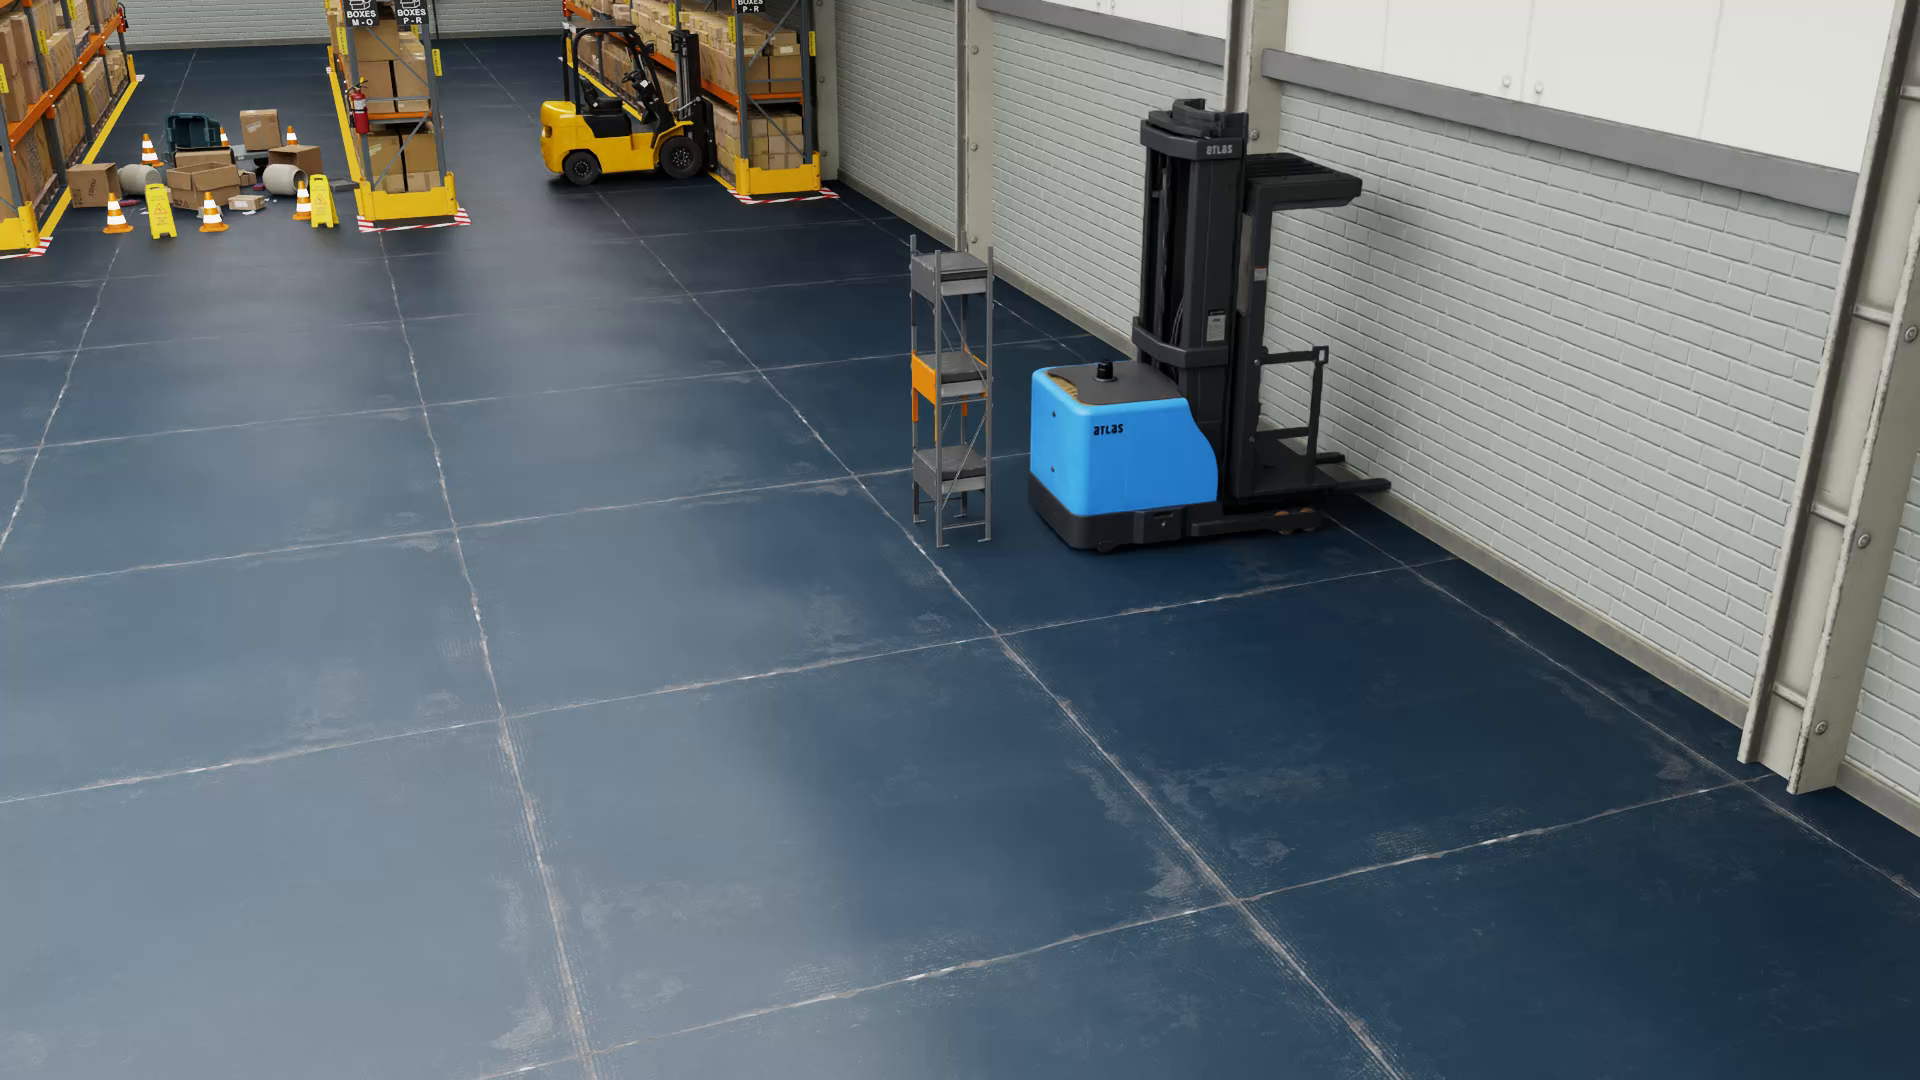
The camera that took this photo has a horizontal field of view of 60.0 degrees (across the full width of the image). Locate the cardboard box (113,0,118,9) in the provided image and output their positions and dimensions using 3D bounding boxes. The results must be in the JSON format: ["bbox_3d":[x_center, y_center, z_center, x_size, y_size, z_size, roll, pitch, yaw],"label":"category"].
[{"bbox_3d":[-17.051,-10.788,32.971,0.500,0.500,0.500,-8,24,-18],"label":"cardboard box"}]

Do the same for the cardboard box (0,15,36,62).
[{"bbox_3d":[-12.810,-6.617,22.003,0.875,0.550,0.550,-8,24,-19],"label":"cardboard box"}]

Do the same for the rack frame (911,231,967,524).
[{"bbox_3d":[-0.145,-1.116,11.695,0.400,2.100,0.015,-8,24,-19],"label":"rack frame"}]

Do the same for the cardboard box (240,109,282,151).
[{"bbox_3d":[-10.271,-6.030,24.439,0.500,0.500,0.500,-8,24,-19],"label":"cardboard box"}]

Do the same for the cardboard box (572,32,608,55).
[{"bbox_3d":[-8.086,-10.939,36.515,0.797,0.503,0.637,-9,25,-21],"label":"cardboard box"}]

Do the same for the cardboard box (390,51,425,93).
[{"bbox_3d":[-7.297,-6.216,22.124,0.500,0.500,0.500,-8,24,-17],"label":"cardboard box"}]

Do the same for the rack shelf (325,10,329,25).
[{"bbox_3d":[-12.149,-10.390,33.466,1.077,0.370,4.000,-8,24,-19],"label":"rack shelf"}]

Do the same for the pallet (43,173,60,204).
[{"bbox_3d":[-13.016,-4.800,22.868,1.003,0.211,1.213,-8,24,-19],"label":"pallet"}]

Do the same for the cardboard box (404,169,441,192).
[{"bbox_3d":[-7.229,-4.892,22.495,0.500,0.250,0.500,-9,24,-19],"label":"cardboard box"}]

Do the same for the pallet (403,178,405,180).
[{"bbox_3d":[-7.911,-5.120,23.626,1.003,0.211,1.213,-8,24,-19],"label":"pallet"}]

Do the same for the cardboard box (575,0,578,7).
[{"bbox_3d":[-7.945,-11.383,35.219,0.380,0.149,0.250,-9,24,-20],"label":"cardboard box"}]

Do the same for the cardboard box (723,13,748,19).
[{"bbox_3d":[-3.423,-7.987,25.491,0.380,0.149,0.250,-9,24,-19],"label":"cardboard box"}]

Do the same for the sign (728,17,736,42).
[{"bbox_3d":[-3.073,-6.891,22.441,0.100,0.325,0.005,-8,24,-19],"label":"sign"}]

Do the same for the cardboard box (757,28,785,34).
[{"bbox_3d":[-2.647,-7.144,23.492,0.380,0.149,0.250,-8,24,-18],"label":"cardboard box"}]

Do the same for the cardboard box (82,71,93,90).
[{"bbox_3d":[-14.821,-7.681,27.824,0.500,0.250,0.500,-9,24,-20],"label":"cardboard box"}]

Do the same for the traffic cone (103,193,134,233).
[{"bbox_3d":[-10.658,-4.138,20.972,0.336,0.463,0.334,-8,24,-19],"label":"traffic cone"}]

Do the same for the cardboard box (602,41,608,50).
[{"bbox_3d":[-6.922,-9.851,33.103,0.380,0.149,0.250,-7,24,-16],"label":"cardboard box"}]

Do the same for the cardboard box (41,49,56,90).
[{"bbox_3d":[-13.145,-6.647,23.529,0.500,0.500,0.500,-8,24,-18],"label":"cardboard box"}]

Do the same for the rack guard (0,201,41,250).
[{"bbox_3d":[-11.790,-3.758,20.024,1.175,0.500,0.348,-8,24,-19],"label":"rack guard"}]

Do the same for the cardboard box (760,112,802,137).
[{"bbox_3d":[-2.554,-5.905,23.611,0.500,0.250,0.500,-9,24,-20],"label":"cardboard box"}]

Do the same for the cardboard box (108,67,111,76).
[{"bbox_3d":[-16.007,-8.695,30.882,0.380,0.149,0.250,-7,24,-16],"label":"cardboard box"}]

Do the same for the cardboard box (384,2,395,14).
[{"bbox_3d":[-8.452,-7.983,24.942,0.380,0.149,0.250,-8,24,-19],"label":"cardboard box"}]

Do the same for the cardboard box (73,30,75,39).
[{"bbox_3d":[-14.784,-8.289,27.338,0.380,0.149,0.250,-7,24,-16],"label":"cardboard box"}]

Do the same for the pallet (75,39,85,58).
[{"bbox_3d":[-14.976,-7.982,27.072,1.213,0.211,1.003,-8,24,-19],"label":"pallet"}]

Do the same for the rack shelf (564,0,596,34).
[{"bbox_3d":[-7.507,-11.073,35.085,1.077,0.370,4.000,-8,24,-19],"label":"rack shelf"}]

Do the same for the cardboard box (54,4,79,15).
[{"bbox_3d":[-15.253,-9.038,28.349,0.380,0.149,0.250,-9,25,-21],"label":"cardboard box"}]

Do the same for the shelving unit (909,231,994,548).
[{"bbox_3d":[-0.058,-1.028,11.485,0.431,2.100,0.503,-8,24,-19],"label":"shelving unit"}]

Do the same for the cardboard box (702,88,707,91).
[{"bbox_3d":[-4.097,-6.939,26.064,0.500,0.250,0.500,-9,24,-20],"label":"cardboard box"}]

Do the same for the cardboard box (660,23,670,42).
[{"bbox_3d":[-4.575,-8.261,27.038,0.500,0.250,0.500,-9,24,-20],"label":"cardboard box"}]

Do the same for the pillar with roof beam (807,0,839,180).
[{"bbox_3d":[-5.991,-8.868,21.204,9.100,9.000,0.400,-8,24,-19],"label":"pillar with roof beam"}]

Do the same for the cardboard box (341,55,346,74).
[{"bbox_3d":[-8.722,-7.073,24.158,0.500,0.500,0.500,-8,24,-19],"label":"cardboard box"}]

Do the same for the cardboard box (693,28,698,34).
[{"bbox_3d":[-3.787,-7.584,24.917,0.380,0.149,0.250,-9,24,-20],"label":"cardboard box"}]

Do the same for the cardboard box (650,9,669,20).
[{"bbox_3d":[-4.948,-8.755,27.697,0.380,0.149,0.250,-9,24,-20],"label":"cardboard box"}]

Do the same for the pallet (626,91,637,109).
[{"bbox_3d":[-5.615,-8.216,30.971,1.003,0.211,1.213,-8,24,-19],"label":"pallet"}]

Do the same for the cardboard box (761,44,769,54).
[{"bbox_3d":[-2.585,-6.902,23.300,0.380,0.149,0.250,-8,24,-19],"label":"cardboard box"}]

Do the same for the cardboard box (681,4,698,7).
[{"bbox_3d":[-4.680,-9.111,28.541,0.380,0.149,0.250,-8,24,-19],"label":"cardboard box"}]

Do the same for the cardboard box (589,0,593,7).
[{"bbox_3d":[-7.208,-10.897,33.552,0.500,0.250,0.500,-8,24,-18],"label":"cardboard box"}]

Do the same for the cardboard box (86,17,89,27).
[{"bbox_3d":[-15.620,-9.146,29.369,0.380,0.149,0.250,-8,24,-19],"label":"cardboard box"}]

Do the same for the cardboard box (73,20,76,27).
[{"bbox_3d":[-14.979,-8.621,27.742,0.380,0.149,0.250,-8,24,-19],"label":"cardboard box"}]

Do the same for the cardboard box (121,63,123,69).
[{"bbox_3d":[-16.812,-9.408,32.957,0.380,0.149,0.250,-9,25,-21],"label":"cardboard box"}]

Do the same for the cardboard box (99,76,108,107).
[{"bbox_3d":[-15.360,-7.900,29.309,0.500,0.500,0.500,-9,24,-20],"label":"cardboard box"}]

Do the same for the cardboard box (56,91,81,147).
[{"bbox_3d":[-14.182,-6.432,25.504,1.050,0.750,0.750,-8,24,-18],"label":"cardboard box"}]

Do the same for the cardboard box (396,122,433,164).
[{"bbox_3d":[-7.427,-5.436,22.819,0.500,0.500,0.500,-9,25,-21],"label":"cardboard box"}]

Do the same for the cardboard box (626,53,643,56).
[{"bbox_3d":[-6.026,-9.008,31.103,0.380,0.149,0.250,-8,24,-17],"label":"cardboard box"}]

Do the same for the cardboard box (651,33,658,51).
[{"bbox_3d":[-4.916,-8.402,28.015,0.500,0.250,0.500,-8,24,-17],"label":"cardboard box"}]

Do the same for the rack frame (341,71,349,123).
[{"bbox_3d":[-10.029,-8.542,28.154,1.000,3.000,0.127,-8,24,-19],"label":"rack frame"}]

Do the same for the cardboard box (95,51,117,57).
[{"bbox_3d":[-16.992,-9.630,33.100,0.380,0.149,0.250,-8,24,-18],"label":"cardboard box"}]

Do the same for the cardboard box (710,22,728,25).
[{"bbox_3d":[-3.432,-7.457,24.234,0.380,0.149,0.250,-8,24,-18],"label":"cardboard box"}]

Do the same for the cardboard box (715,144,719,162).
[{"bbox_3d":[-3.358,-5.736,24.497,0.500,0.250,0.500,-8,24,-18],"label":"cardboard box"}]

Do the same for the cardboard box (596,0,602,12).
[{"bbox_3d":[-6.656,-10.523,32.184,0.700,0.500,0.500,-8,24,-18],"label":"cardboard box"}]

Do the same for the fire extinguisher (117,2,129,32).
[{"bbox_3d":[-17.108,-10.680,33.807,0.296,0.674,0.183,-8,24,-19],"label":"fire extinguisher"}]

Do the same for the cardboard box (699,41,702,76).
[{"bbox_3d":[-3.682,-7.249,24.958,0.500,0.500,0.500,-9,24,-20],"label":"cardboard box"}]

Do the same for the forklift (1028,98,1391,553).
[{"bbox_3d":[2.075,-1.577,11.719,3.031,2.935,1.130,-7,24,-16],"label":"forklift"}]
